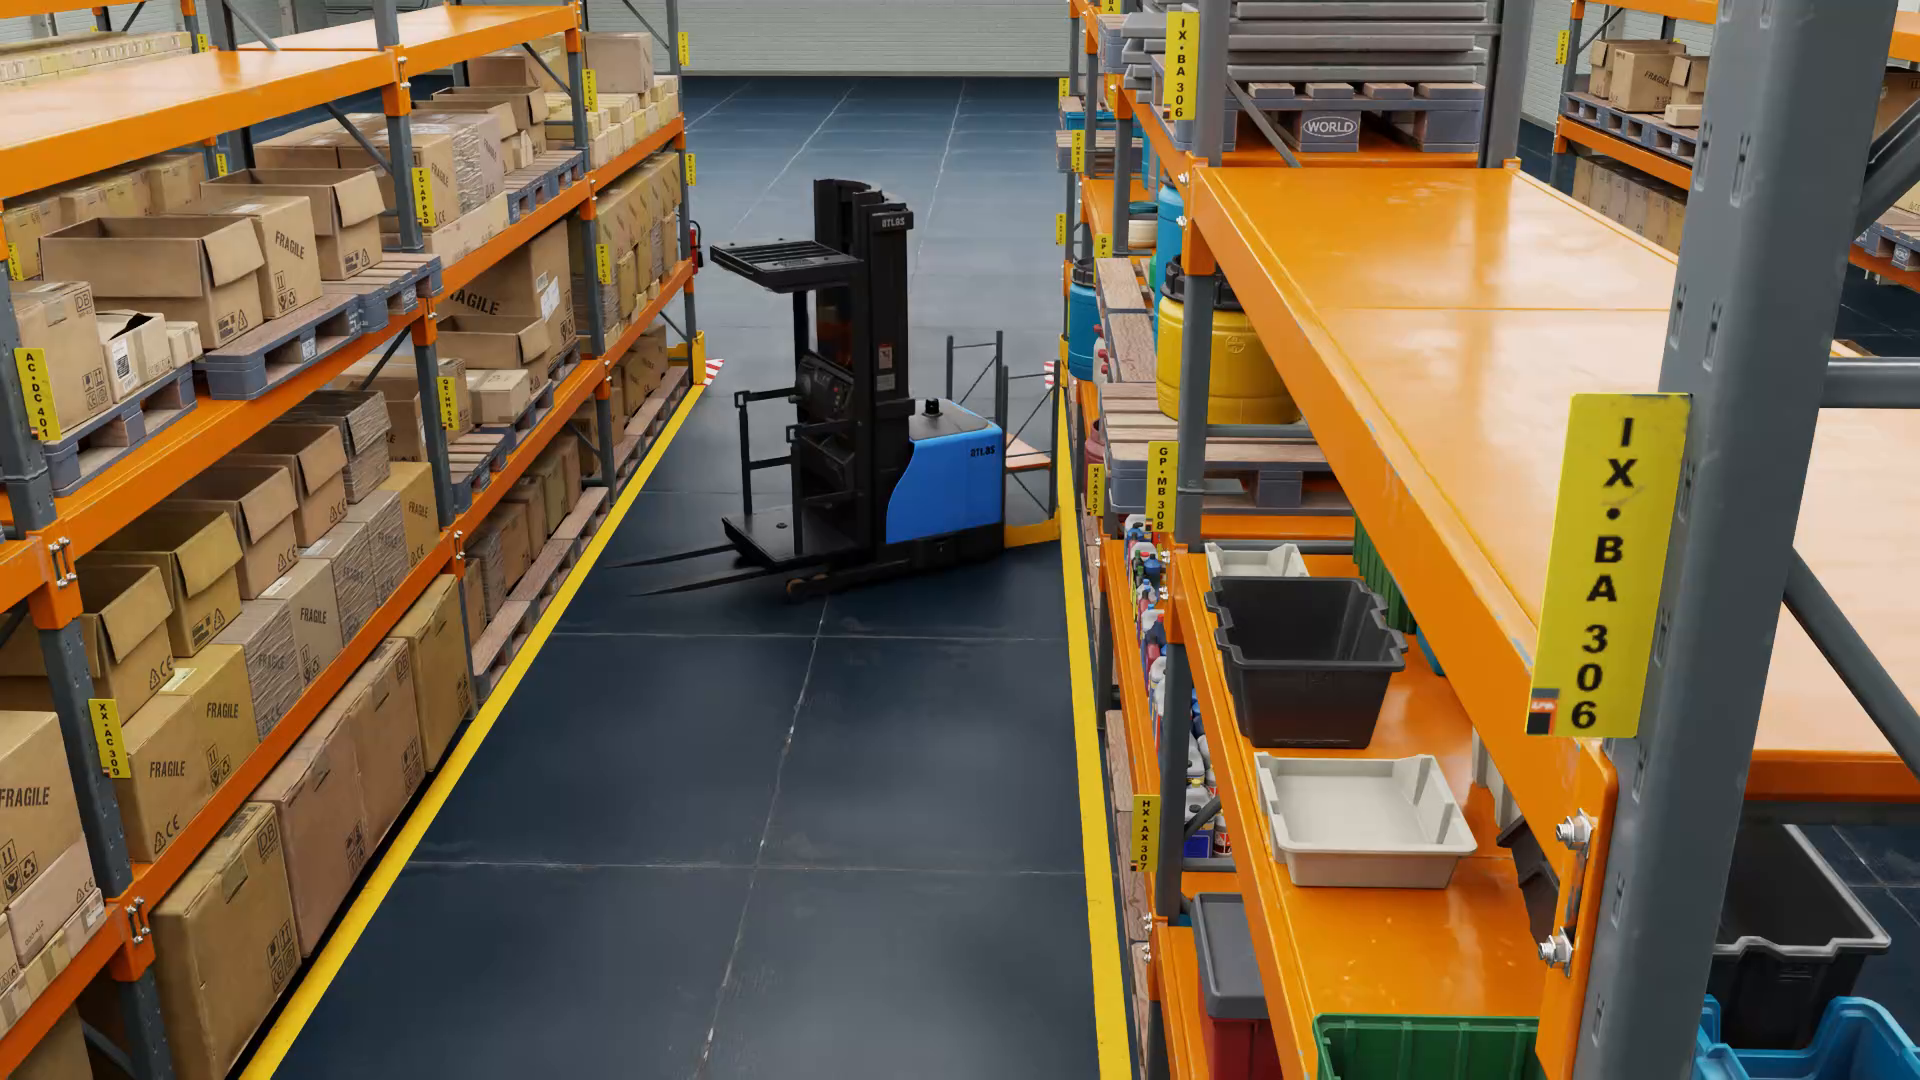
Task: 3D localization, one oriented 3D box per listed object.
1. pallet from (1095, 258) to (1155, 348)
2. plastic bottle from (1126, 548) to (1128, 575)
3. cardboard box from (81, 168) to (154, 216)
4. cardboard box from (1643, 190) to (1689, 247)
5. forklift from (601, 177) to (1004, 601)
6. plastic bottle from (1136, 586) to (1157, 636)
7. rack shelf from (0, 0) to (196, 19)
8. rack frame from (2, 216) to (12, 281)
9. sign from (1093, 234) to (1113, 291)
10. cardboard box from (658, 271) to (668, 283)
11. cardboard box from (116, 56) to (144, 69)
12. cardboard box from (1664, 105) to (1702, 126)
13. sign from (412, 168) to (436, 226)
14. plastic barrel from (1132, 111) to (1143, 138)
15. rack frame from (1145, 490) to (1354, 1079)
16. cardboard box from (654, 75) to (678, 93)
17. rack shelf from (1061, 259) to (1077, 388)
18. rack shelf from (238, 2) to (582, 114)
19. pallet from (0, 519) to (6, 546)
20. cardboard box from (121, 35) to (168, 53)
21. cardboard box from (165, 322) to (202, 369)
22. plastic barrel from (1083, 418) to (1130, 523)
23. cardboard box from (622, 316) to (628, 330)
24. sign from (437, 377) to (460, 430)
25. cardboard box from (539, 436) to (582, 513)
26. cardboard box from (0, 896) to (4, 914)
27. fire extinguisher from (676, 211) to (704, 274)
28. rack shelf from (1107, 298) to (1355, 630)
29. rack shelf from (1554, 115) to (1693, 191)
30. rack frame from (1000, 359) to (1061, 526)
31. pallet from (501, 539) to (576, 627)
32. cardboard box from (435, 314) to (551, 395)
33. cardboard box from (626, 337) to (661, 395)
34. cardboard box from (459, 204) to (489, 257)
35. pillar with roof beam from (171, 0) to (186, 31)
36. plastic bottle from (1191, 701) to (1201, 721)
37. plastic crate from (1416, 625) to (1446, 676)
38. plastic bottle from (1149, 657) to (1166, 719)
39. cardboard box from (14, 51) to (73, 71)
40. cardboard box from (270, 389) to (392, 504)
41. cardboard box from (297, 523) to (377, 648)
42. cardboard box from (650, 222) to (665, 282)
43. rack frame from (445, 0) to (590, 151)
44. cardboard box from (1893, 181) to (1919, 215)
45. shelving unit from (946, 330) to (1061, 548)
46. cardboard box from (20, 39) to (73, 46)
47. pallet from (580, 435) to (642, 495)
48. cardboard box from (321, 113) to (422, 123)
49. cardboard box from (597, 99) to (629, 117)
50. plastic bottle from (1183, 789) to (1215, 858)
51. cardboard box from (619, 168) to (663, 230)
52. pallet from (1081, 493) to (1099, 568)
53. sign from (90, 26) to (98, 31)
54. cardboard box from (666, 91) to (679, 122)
[{"bbox_3d":[1.240,-1.253,8.726,1.003,0.211,1.213,1,21,2],"label":"pallet"},{"bbox_3d":[0.991,0.104,9.388,0.097,0.201,0.097,0,21,0],"label":"plastic bottle"},{"bbox_3d":[-8.428,-3.295,16.174,0.875,0.550,0.550,1,21,2],"label":"cardboard box"},{"bbox_3d":[6.471,-2.784,14.626,0.700,0.500,0.500,1,21,2],"label":"cardboard box"},{"bbox_3d":[-1.195,-1.128,12.385,3.031,2.935,1.130,-11,24,-27],"label":"forklift"},{"bbox_3d":[0.966,0.370,8.605,0.097,0.271,0.097,0,21,0],"label":"plastic bottle"},{"bbox_3d":[-8.362,-4.808,15.028,1.077,0.370,4.000,1,21,2],"label":"rack shelf"},{"bbox_3d":[-8.422,-1.810,14.047,1.000,3.000,0.127,1,21,2],"label":"rack frame"},{"bbox_3d":[0.811,-1.571,9.430,0.100,0.325,0.005,1,21,2],"label":"sign"},{"bbox_3d":[-3.136,-2.671,16.614,0.380,0.149,0.250,1,21,2],"label":"cardboard box"},{"bbox_3d":[-8.069,-4.424,15.713,0.500,0.250,0.500,1,21,1],"label":"cardboard box"},{"bbox_3d":[6.197,-3.590,14.061,0.380,0.149,0.250,1,21,2],"label":"cardboard box"},{"bbox_3d":[-3.035,-1.940,9.411,0.100,0.325,0.005,1,21,2],"label":"sign"},{"bbox_3d":[1.620,-3.851,13.887,0.600,0.901,0.708,1,21,2],"label":"plastic barrel"},{"bbox_3d":[1.239,1.228,6.217,1.000,3.000,0.127,1,21,2],"label":"rack frame"},{"bbox_3d":[-3.043,-4.576,16.685,0.380,0.149,0.250,1,21,2],"label":"cardboard box"},{"bbox_3d":[1.544,-2.052,15.666,1.077,0.370,4.000,1,21,2],"label":"rack shelf"},{"bbox_3d":[-3.529,-3.271,11.066,1.077,0.370,4.000,1,21,2],"label":"rack shelf"},{"bbox_3d":[-3.747,0.112,5.069,1.003,0.211,1.213,1,21,2],"label":"pallet"},{"bbox_3d":[-7.989,-4.843,16.244,0.380,0.149,0.250,1,21,3],"label":"cardboard box"},{"bbox_3d":[-3.516,-0.840,7.168,0.380,0.149,0.250,0,21,-1],"label":"cardboard box"},{"bbox_3d":[1.072,-0.453,10.361,0.600,0.536,0.708,1,21,2],"label":"plastic barrel"},{"bbox_3d":[-3.162,-1.948,14.749,0.380,0.149,0.250,1,21,2],"label":"cardboard box"},{"bbox_3d":[-3.035,-0.808,9.863,0.100,0.325,0.005,1,21,2],"label":"sign"},{"bbox_3d":[-3.508,-0.537,13.613,0.700,0.500,0.500,-1,21,-3],"label":"cardboard box"},{"bbox_3d":[-3.477,1.105,5.293,0.500,0.500,0.500,1,21,2],"label":"cardboard box"},{"bbox_3d":[-2.882,-3.165,17.647,0.296,0.674,0.183,1,21,2],"label":"fire extinguisher"},{"bbox_3d":[1.300,-0.558,7.668,1.077,0.370,4.000,1,21,2],"label":"rack shelf"},{"bbox_3d":[6.495,-3.395,14.979,1.077,0.370,4.000,1,21,2],"label":"rack shelf"},{"bbox_3d":[0.546,-0.680,13.203,0.500,1.500,0.032,-9,23,-24],"label":"rack frame"},{"bbox_3d":[-3.524,0.305,12.451,1.003,0.211,1.213,1,21,2],"label":"pallet"},{"bbox_3d":[-3.428,-1.335,12.100,0.797,0.503,0.637,3,21,7],"label":"cardboard box"},{"bbox_3d":[-3.366,-1.754,16.777,0.500,0.500,0.500,6,22,16],"label":"cardboard box"},{"bbox_3d":[-3.305,-1.954,10.479,0.500,0.250,0.500,1,21,3],"label":"cardboard box"},{"bbox_3d":[-14.102,-14.513,38.492,9.100,9.000,0.400,1,21,2],"label":"pillar with roof beam"},{"bbox_3d":[1.080,0.822,7.441,0.097,0.271,0.097,0,21,0],"label":"plastic bottle"},{"bbox_3d":[1.531,0.240,4.847,0.416,0.233,0.300,1,21,2],"label":"plastic crate"},{"bbox_3d":[0.966,0.693,7.768,0.152,0.276,0.135,1,21,2],"label":"plastic bottle"},{"bbox_3d":[-8.043,-4.202,14.591,0.380,0.149,0.250,1,21,2],"label":"cardboard box"},{"bbox_3d":[-3.628,-0.523,9.205,0.797,0.503,0.637,1,21,3],"label":"cardboard box"},{"bbox_3d":[-3.390,0.230,8.652,0.500,0.500,0.500,0,21,0],"label":"cardboard box"},{"bbox_3d":[-3.344,-2.790,16.022,0.875,0.500,0.500,1,21,2],"label":"cardboard box"},{"bbox_3d":[-3.468,-4.516,12.727,1.000,3.000,0.127,1,21,2],"label":"rack frame"},{"bbox_3d":[6.296,-2.248,10.655,0.500,0.250,0.500,0,21,1],"label":"cardboard box"},{"bbox_3d":[0.334,-0.845,13.625,0.587,1.500,1.083,-9,23,-24],"label":"shelving unit"},{"bbox_3d":[-8.661,-4.667,15.790,0.380,0.149,0.250,0,21,1],"label":"cardboard box"},{"bbox_3d":[-3.483,-0.662,14.944,1.003,0.211,1.213,1,21,2],"label":"pallet"},{"bbox_3d":[-3.790,-2.490,10.825,0.500,0.500,0.500,1,21,3],"label":"cardboard box"},{"bbox_3d":[-3.148,-3.819,14.735,0.380,0.149,0.250,0,21,1],"label":"cardboard box"},{"bbox_3d":[0.928,1.140,6.616,0.152,0.276,0.135,1,21,2],"label":"plastic bottle"},{"bbox_3d":[-3.143,-3.253,15.836,0.500,0.500,0.500,1,21,2],"label":"cardboard box"},{"bbox_3d":[1.498,-0.080,13.443,1.003,0.211,1.213,1,21,2],"label":"pallet"},{"bbox_3d":[-8.855,-5.107,17.081,0.100,0.325,0.005,1,21,2],"label":"sign"},{"bbox_3d":[-3.107,-4.317,16.568,0.500,0.250,0.500,1,21,3],"label":"cardboard box"}]
